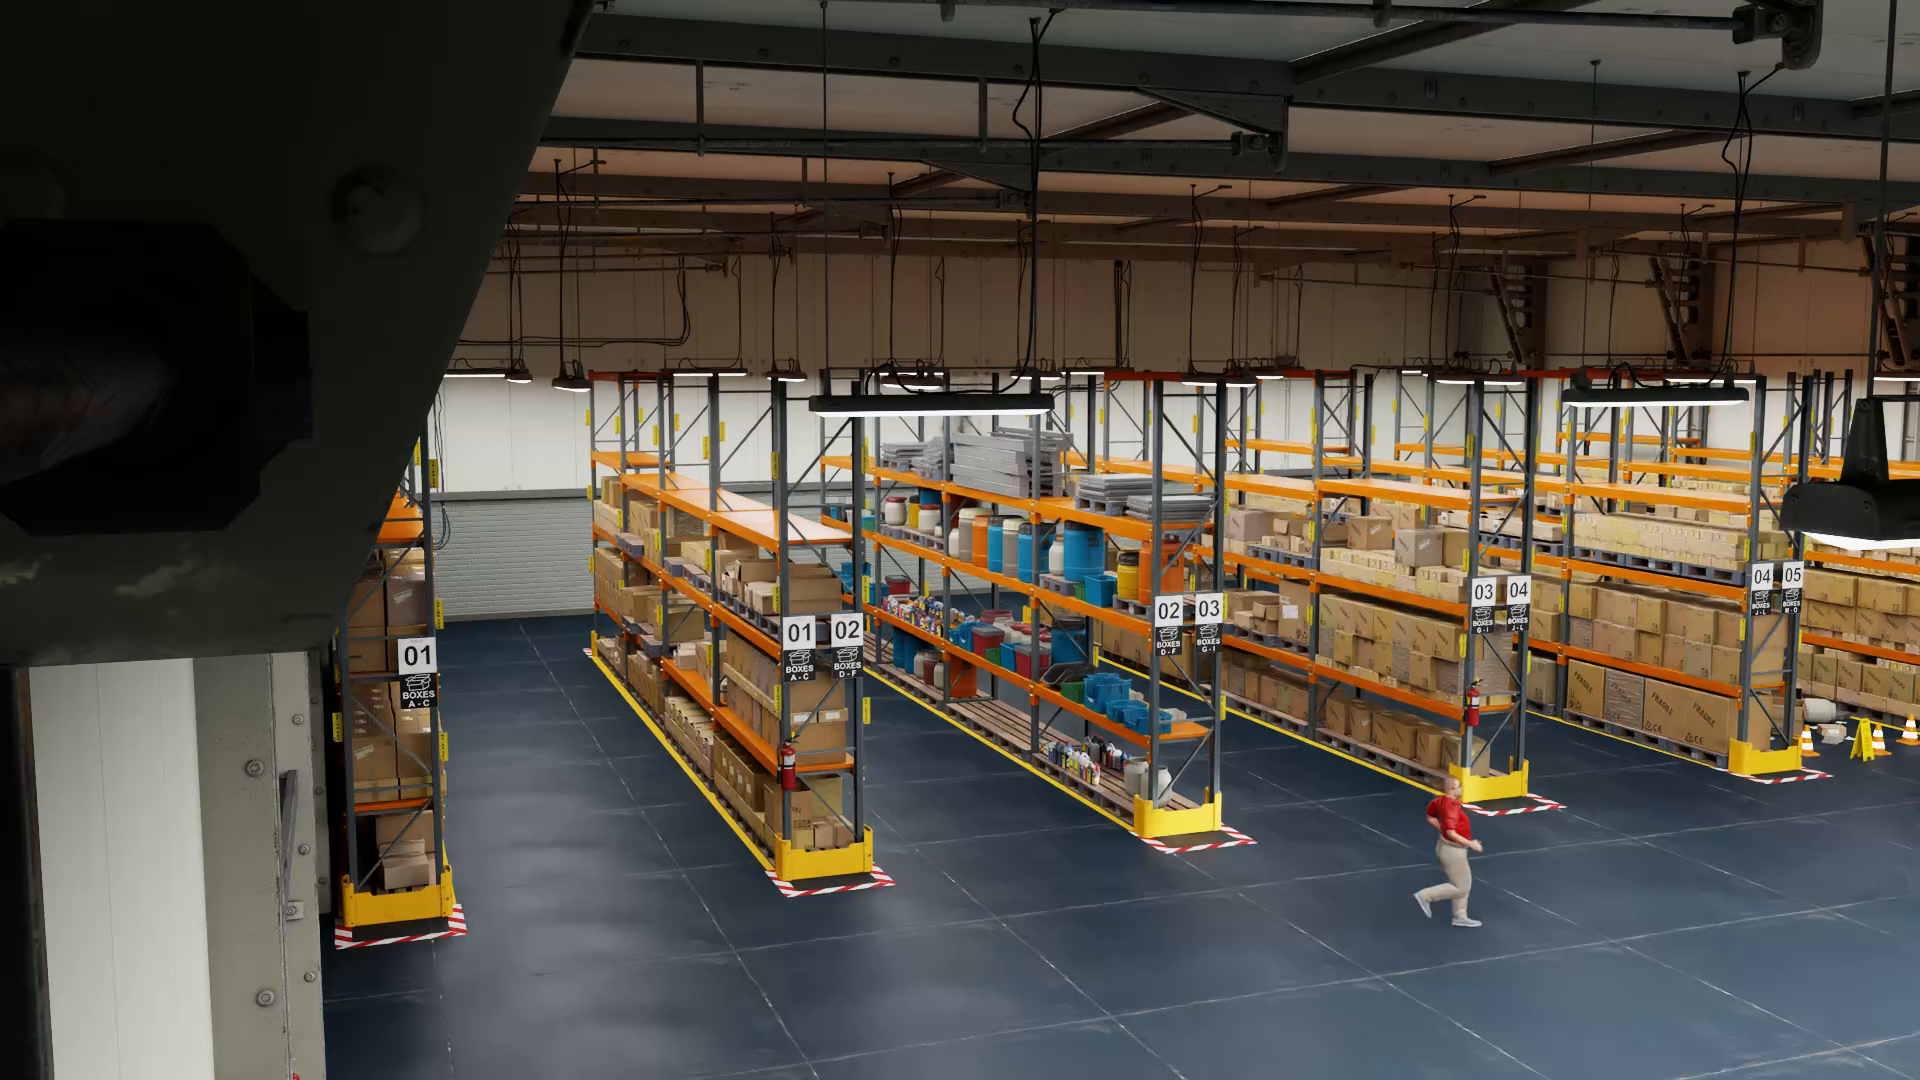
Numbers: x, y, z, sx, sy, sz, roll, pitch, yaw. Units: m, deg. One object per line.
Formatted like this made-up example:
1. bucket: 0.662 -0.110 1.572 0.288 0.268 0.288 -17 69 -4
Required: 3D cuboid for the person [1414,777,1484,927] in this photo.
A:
1. person: 5.393 3.449 18.369 0.784 1.696 0.662 0 6 0
